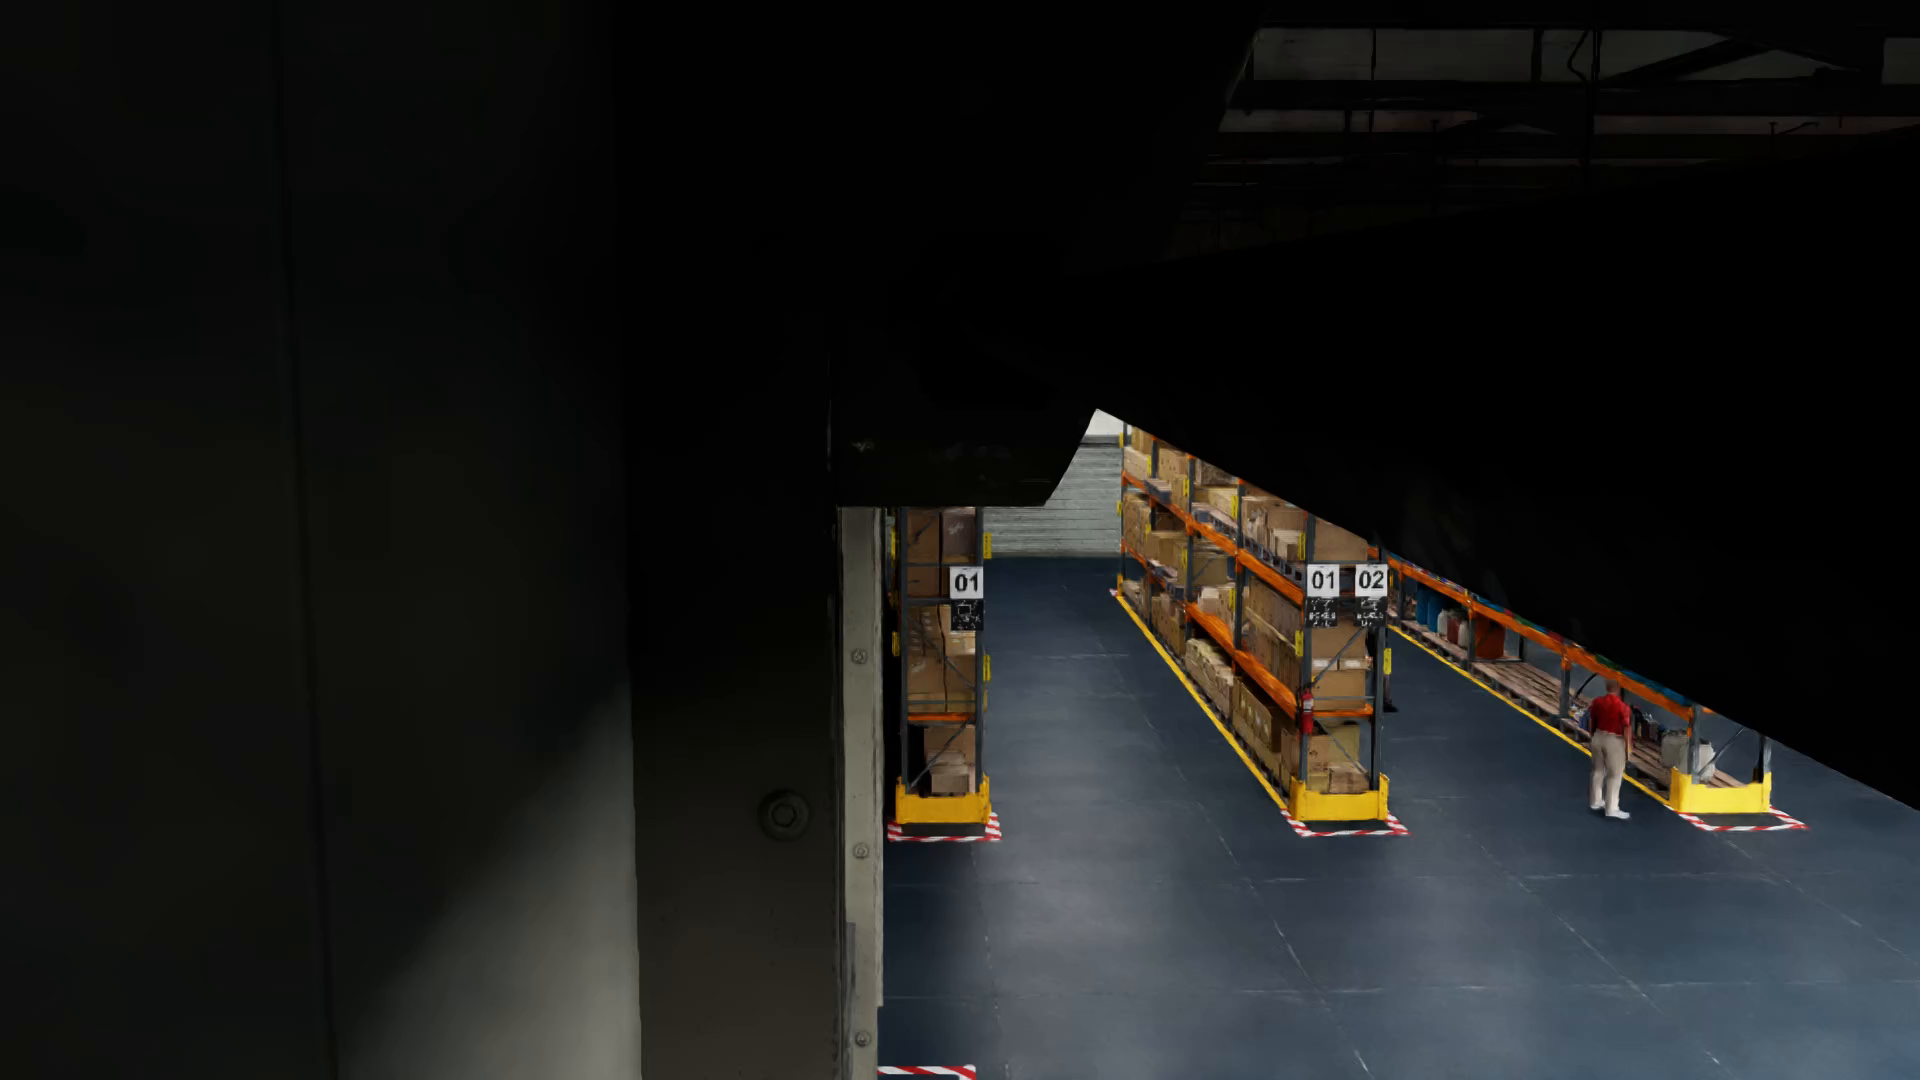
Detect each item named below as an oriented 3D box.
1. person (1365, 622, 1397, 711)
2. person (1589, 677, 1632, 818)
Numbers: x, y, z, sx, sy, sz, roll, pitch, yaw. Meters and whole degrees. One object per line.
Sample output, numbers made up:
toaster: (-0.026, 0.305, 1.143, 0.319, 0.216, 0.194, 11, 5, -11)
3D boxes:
person: (6.500, 1.831, 26.175, 0.537, 1.664, 1.026, -2, 8, -11)
person: (8.132, 2.559, 20.749, 0.449, 1.737, 0.595, -5, 10, -34)
